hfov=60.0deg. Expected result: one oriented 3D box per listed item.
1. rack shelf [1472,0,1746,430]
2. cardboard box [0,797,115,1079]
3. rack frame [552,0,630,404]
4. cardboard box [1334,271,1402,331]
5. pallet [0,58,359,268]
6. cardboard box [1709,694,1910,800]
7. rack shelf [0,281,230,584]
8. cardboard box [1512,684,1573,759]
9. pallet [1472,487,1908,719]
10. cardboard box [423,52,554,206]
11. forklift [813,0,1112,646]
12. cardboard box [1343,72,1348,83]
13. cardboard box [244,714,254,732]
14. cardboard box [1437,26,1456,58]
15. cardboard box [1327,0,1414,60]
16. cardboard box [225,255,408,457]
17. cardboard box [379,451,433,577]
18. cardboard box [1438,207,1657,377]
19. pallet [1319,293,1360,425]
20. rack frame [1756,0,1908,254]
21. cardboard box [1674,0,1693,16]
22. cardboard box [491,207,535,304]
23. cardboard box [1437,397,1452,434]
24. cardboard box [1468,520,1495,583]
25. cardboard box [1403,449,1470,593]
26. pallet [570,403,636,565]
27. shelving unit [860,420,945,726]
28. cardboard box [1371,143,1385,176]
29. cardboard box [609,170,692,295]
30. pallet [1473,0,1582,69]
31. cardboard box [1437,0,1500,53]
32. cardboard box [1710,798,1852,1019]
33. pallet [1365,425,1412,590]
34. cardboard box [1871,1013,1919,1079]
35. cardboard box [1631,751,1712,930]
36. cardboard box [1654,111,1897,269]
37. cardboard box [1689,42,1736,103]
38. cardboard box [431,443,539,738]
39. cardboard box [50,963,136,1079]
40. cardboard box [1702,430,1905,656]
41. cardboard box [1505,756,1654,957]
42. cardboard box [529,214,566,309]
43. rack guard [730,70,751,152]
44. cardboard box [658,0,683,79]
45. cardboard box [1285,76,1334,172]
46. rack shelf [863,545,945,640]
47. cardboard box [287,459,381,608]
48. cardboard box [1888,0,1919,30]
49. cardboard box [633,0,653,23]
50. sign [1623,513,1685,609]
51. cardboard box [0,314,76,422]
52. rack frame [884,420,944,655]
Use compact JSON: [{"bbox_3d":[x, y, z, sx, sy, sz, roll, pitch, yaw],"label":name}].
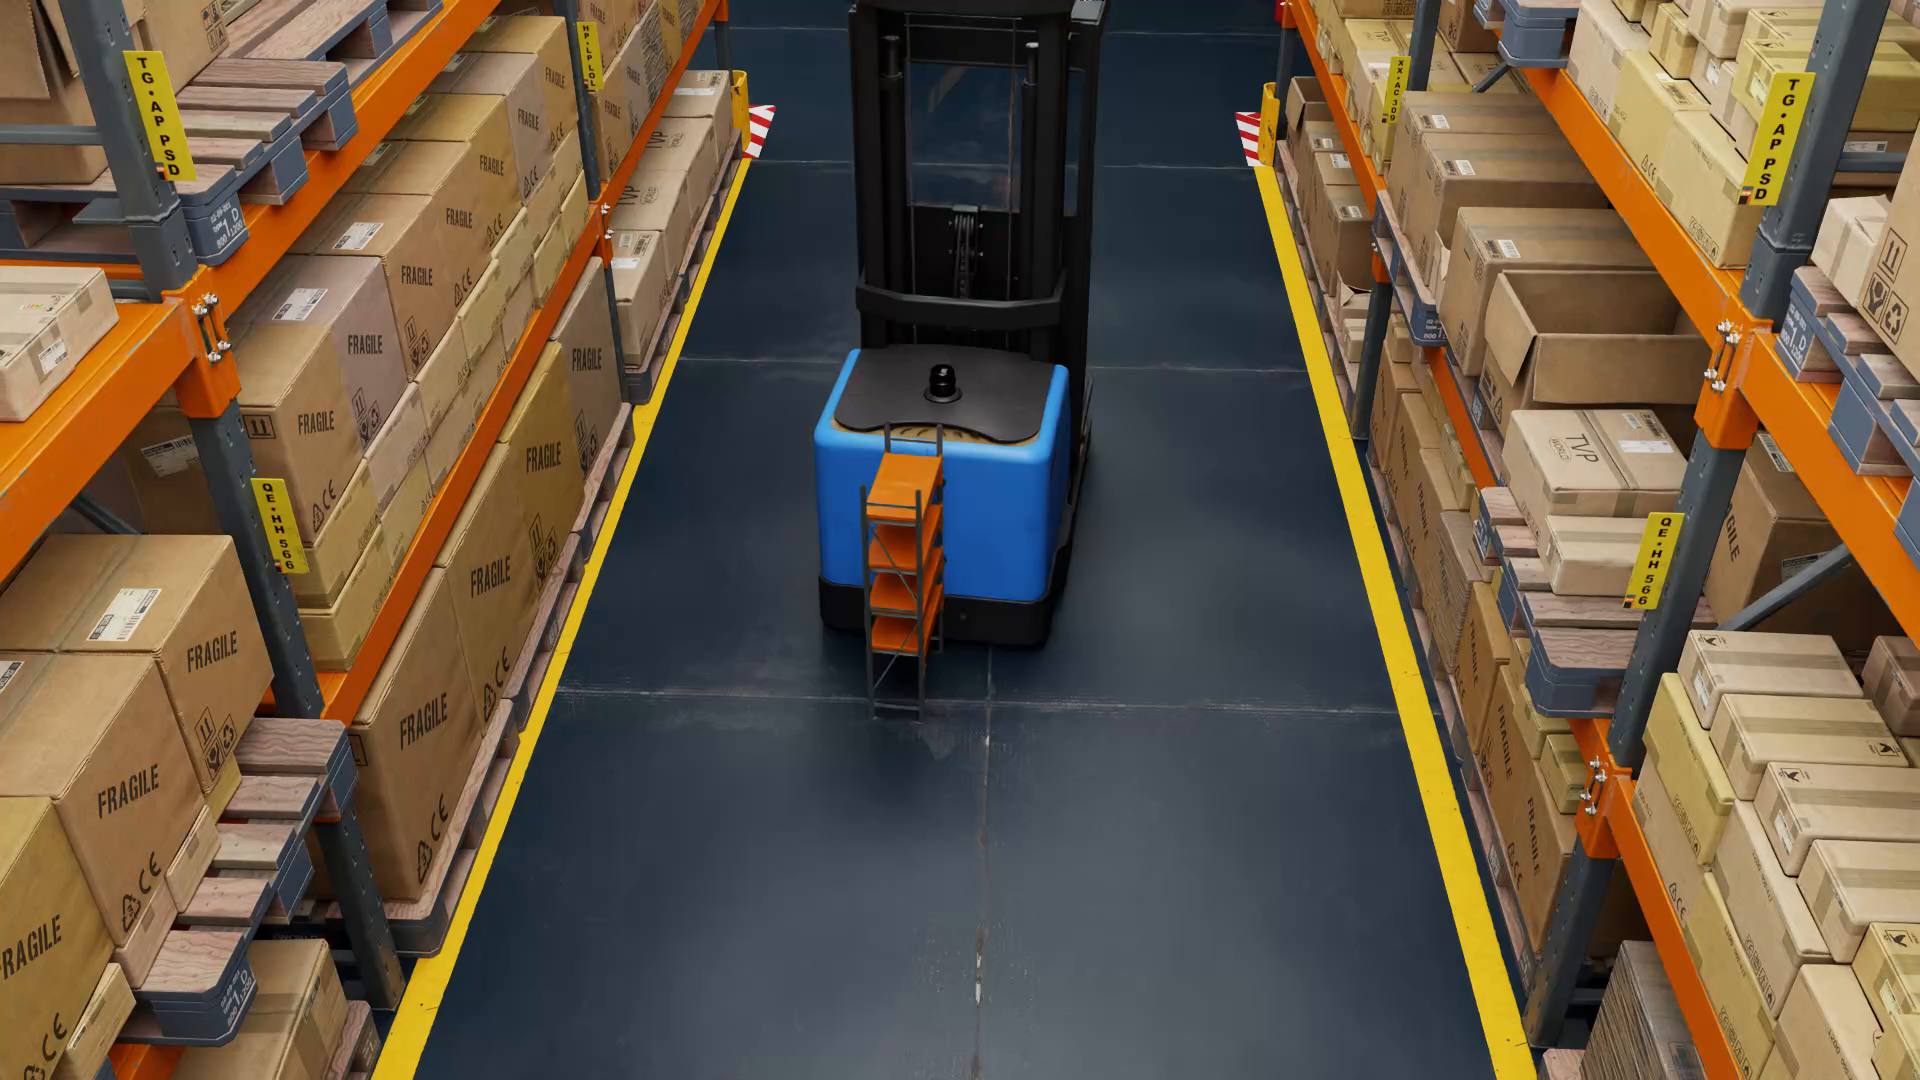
[{"bbox_3d":[2.550,-1.573,5.896,1.077,0.370,4.000,1,35,2],"label":"rack shelf"},{"bbox_3d":[-2.259,0.917,3.626,0.500,0.500,0.500,-1,35,-1],"label":"cardboard box"},{"bbox_3d":[-2.329,-1.902,8.347,1.000,3.000,0.127,1,35,2],"label":"rack frame"},{"bbox_3d":[2.374,-1.374,9.609,0.396,0.266,0.258,3,35,4],"label":"cardboard box"},{"bbox_3d":[-2.517,-1.125,4.797,1.213,0.211,1.003,3,35,4],"label":"pallet"},{"bbox_3d":[2.154,0.532,4.233,0.380,0.149,0.250,2,35,3],"label":"cardboard box"},{"bbox_3d":[-2.570,0.613,2.786,1.077,0.370,4.000,1,35,2],"label":"rack shelf"},{"bbox_3d":[2.217,0.647,5.965,0.380,0.149,0.250,0,35,-1],"label":"cardboard box"},{"bbox_3d":[2.427,0.197,5.529,1.213,0.211,1.003,1,35,2],"label":"pallet"},{"bbox_3d":[-2.109,-1.792,7.234,0.500,0.500,0.500,2,35,3],"label":"cardboard box"},{"bbox_3d":[0.102,-1.563,7.925,1.130,2.935,3.031,5,35,7],"label":"forklift"},{"bbox_3d":[2.471,-2.761,9.789,0.380,0.149,0.250,1,35,2],"label":"cardboard box"},{"bbox_3d":[-2.268,0.521,4.753,0.380,0.149,0.250,3,35,4],"label":"cardboard box"},{"bbox_3d":[2.956,-2.712,9.372,0.500,0.250,0.500,2,35,3],"label":"cardboard box"},{"bbox_3d":[2.468,-3.018,9.807,0.500,0.250,0.500,0,35,1],"label":"cardboard box"},{"bbox_3d":[-2.215,-0.616,5.562,0.500,0.500,0.500,1,35,2],"label":"cardboard box"},{"bbox_3d":[-2.216,-0.113,5.932,0.500,0.250,0.500,0,35,1],"label":"cardboard box"},{"bbox_3d":[2.336,-0.981,6.584,0.700,0.500,0.500,1,35,2],"label":"cardboard box"},{"bbox_3d":[2.659,-1.043,9.550,1.003,0.211,1.213,1,35,2],"label":"pallet"},{"bbox_3d":[2.470,-1.945,3.192,1.000,3.000,0.127,1,35,2],"label":"rack frame"},{"bbox_3d":[2.317,-1.594,4.825,0.380,0.149,0.250,1,35,1],"label":"cardboard box"},{"bbox_3d":[-2.131,-1.201,7.045,0.500,0.250,0.500,2,35,3],"label":"cardboard box"},{"bbox_3d":[2.420,-0.537,7.650,0.380,0.149,0.250,1,35,1],"label":"cardboard box"},{"bbox_3d":[2.318,0.044,6.824,0.380,0.149,0.250,0,35,0],"label":"cardboard box"},{"bbox_3d":[2.351,-0.073,7.553,0.500,0.500,0.500,0,35,0],"label":"cardboard box"},{"bbox_3d":[-2.285,-0.316,8.516,1.003,0.211,1.213,1,35,2],"label":"pallet"},{"bbox_3d":[-0.231,0.151,6.992,0.258,1.200,0.503,5,35,7],"label":"shelving unit"},{"bbox_3d":[2.380,-2.025,8.742,0.380,0.149,0.250,2,35,3],"label":"cardboard box"},{"bbox_3d":[-2.161,-1.898,10.205,0.875,0.438,0.875,0,35,0],"label":"cardboard box"},{"bbox_3d":[2.496,-1.970,6.000,1.213,0.211,1.003,1,35,2],"label":"pallet"},{"bbox_3d":[2.956,-3.006,9.138,0.500,0.500,0.500,0,35,1],"label":"cardboard box"},{"bbox_3d":[2.187,0.903,4.052,0.500,0.250,0.500,2,35,3],"label":"cardboard box"},{"bbox_3d":[2.636,-0.180,8.323,1.003,0.211,1.213,1,35,2],"label":"pallet"},{"bbox_3d":[2.122,1.121,3.395,0.380,0.149,0.250,2,35,3],"label":"cardboard box"},{"bbox_3d":[2.208,0.820,4.605,0.500,0.250,0.500,1,35,2],"label":"cardboard box"},{"bbox_3d":[2.248,-0.957,4.525,0.500,0.250,0.500,0,35,0],"label":"cardboard box"},{"bbox_3d":[2.310,-1.328,4.706,0.380,0.149,0.250,2,35,3],"label":"cardboard box"},{"bbox_3d":[-2.339,0.187,6.858,0.875,0.875,0.875,2,35,2],"label":"cardboard box"},{"bbox_3d":[-2.187,1.126,3.893,0.380,0.149,0.250,2,35,3],"label":"cardboard box"},{"bbox_3d":[2.647,0.004,5.183,0.500,0.500,0.500,3,35,4],"label":"cardboard box"},{"bbox_3d":[2.272,1.112,5.868,0.500,0.500,0.500,2,35,3],"label":"cardboard box"},{"bbox_3d":[-2.117,-1.284,7.599,0.500,0.250,0.500,1,35,1],"label":"cardboard box"},{"bbox_3d":[-2.167,-3.191,12.355,1.175,0.500,0.348,1,35,2],"label":"rack guard"},{"bbox_3d":[-1.977,-3.077,9.932,0.500,0.500,0.500,2,35,3],"label":"cardboard box"},{"bbox_3d":[2.672,-2.888,11.557,0.797,0.503,0.637,0,35,0],"label":"cardboard box"},{"bbox_3d":[-0.231,0.206,7.031,0.258,0.148,0.480,5,35,7],"label":"rack shelf"},{"bbox_3d":[-2.223,-0.032,5.383,0.500,0.250,0.500,1,35,2],"label":"cardboard box"},{"bbox_3d":[2.809,-1.433,4.597,0.380,0.149,0.250,1,35,2],"label":"cardboard box"},{"bbox_3d":[-2.009,-3.204,9.243,0.500,0.500,0.500,2,35,3],"label":"cardboard box"},{"bbox_3d":[1.928,0.061,4.617,0.100,0.325,0.005,1,35,2],"label":"sign"},{"bbox_3d":[-2.294,-0.399,3.819,0.380,0.149,0.250,1,35,2],"label":"cardboard box"},{"bbox_3d":[-0.193,0.012,7.189,0.240,1.200,0.015,5,35,7],"label":"rack frame"}]
